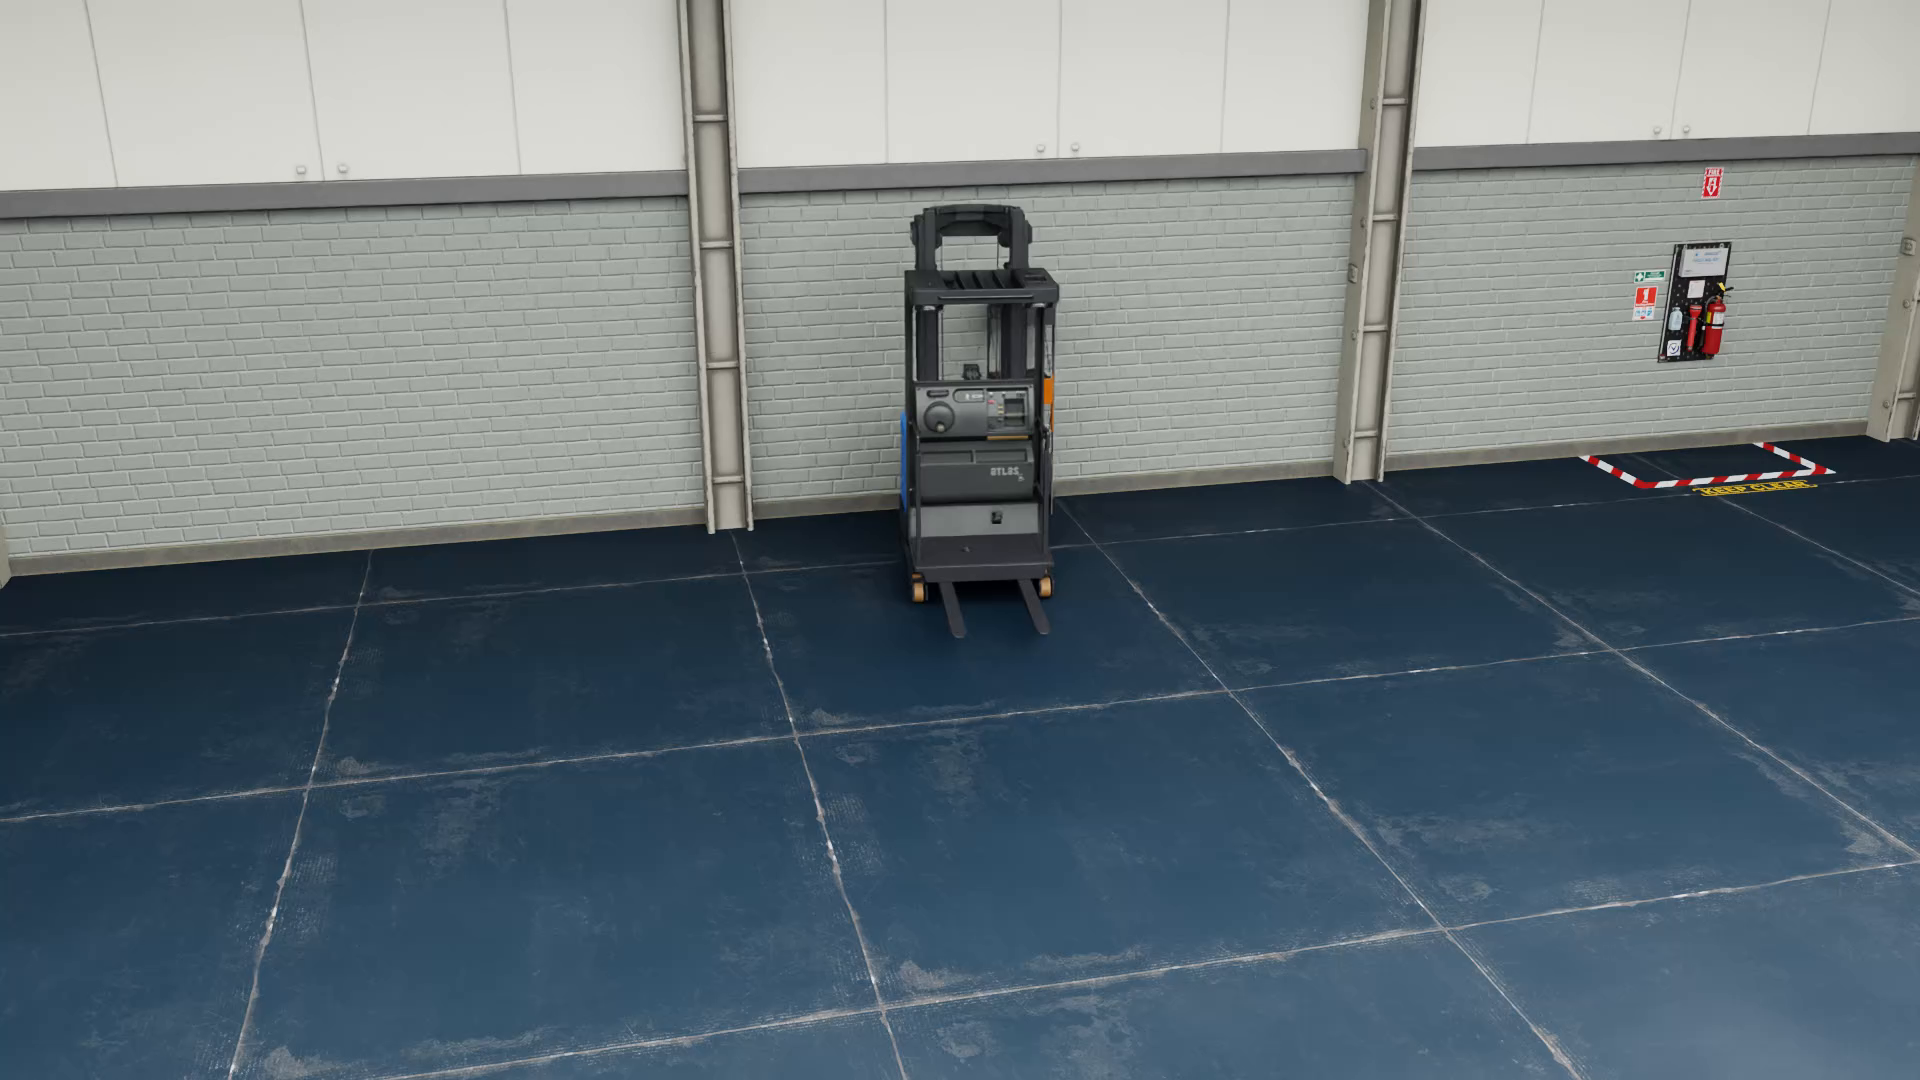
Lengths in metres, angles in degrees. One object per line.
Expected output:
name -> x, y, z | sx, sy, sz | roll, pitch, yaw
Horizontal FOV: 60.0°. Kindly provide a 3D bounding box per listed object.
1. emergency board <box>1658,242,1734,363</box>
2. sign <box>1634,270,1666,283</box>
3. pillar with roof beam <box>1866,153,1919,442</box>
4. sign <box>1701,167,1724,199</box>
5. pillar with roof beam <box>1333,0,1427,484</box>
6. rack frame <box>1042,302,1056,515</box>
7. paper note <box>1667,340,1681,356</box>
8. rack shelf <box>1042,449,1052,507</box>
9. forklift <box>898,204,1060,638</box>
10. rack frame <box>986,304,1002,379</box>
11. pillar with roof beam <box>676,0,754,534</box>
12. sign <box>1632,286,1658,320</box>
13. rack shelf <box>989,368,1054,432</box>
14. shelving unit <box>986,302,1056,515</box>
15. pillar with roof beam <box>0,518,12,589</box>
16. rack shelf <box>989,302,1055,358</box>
emergency board -> 7.234, -2.298, 16.228 | 0.643, 1.169, 0.194 | -5, 21, -12
sign -> 6.679, -2.552, 16.098 | 0.331, 0.109, 0.001 | -5, 21, -12
pillar with roof beam -> 10.638, -3.857, 11.761 | 0.400, 9.000, 9.100 | -5, 21, -12
sign -> 7.203, -3.419, 15.918 | 0.199, 0.298, 0.001 | -5, 21, -12
pillar with roof beam -> 4.799, -3.382, 10.464 | 0.400, 9.000, 9.100 | -5, 21, -12
rack frame -> 0.765, -1.277, 14.747 | 0.015, 2.100, 0.400 | -6, 21, -15
paper note -> 7.046, -1.894, 16.404 | 0.142, 0.148, 0.016 | -5, 21, -12
rack shelf -> 0.530, -0.584, 14.930 | 0.480, 0.518, 0.431 | -6, 21, -15
forklift -> 0.142, -1.008, 12.804 | 1.130, 2.935, 3.031 | -2, 20, -6
rack frame -> 0.295, -1.231, 14.622 | 0.015, 2.100, 0.400 | -6, 21, -15
pillar with roof beam -> -1.040, -2.907, 9.168 | 0.400, 9.000, 9.100 | -5, 21, -12
sign -> 6.672, -2.306, 16.196 | 0.234, 0.329, 0.001 | -5, 21, -12
rack shelf -> 0.530, -1.241, 14.689 | 0.480, 0.518, 0.431 | -6, 21, -15
shelving unit -> 0.530, -1.254, 14.685 | 0.503, 2.100, 0.431 | -6, 21, -15
pillar with roof beam -> -6.879, -2.432, 7.872 | 0.400, 9.000, 9.100 | -5, 21, -12
rack shelf -> 0.530, -1.898, 14.449 | 0.480, 0.518, 0.431 | -6, 21, -15
